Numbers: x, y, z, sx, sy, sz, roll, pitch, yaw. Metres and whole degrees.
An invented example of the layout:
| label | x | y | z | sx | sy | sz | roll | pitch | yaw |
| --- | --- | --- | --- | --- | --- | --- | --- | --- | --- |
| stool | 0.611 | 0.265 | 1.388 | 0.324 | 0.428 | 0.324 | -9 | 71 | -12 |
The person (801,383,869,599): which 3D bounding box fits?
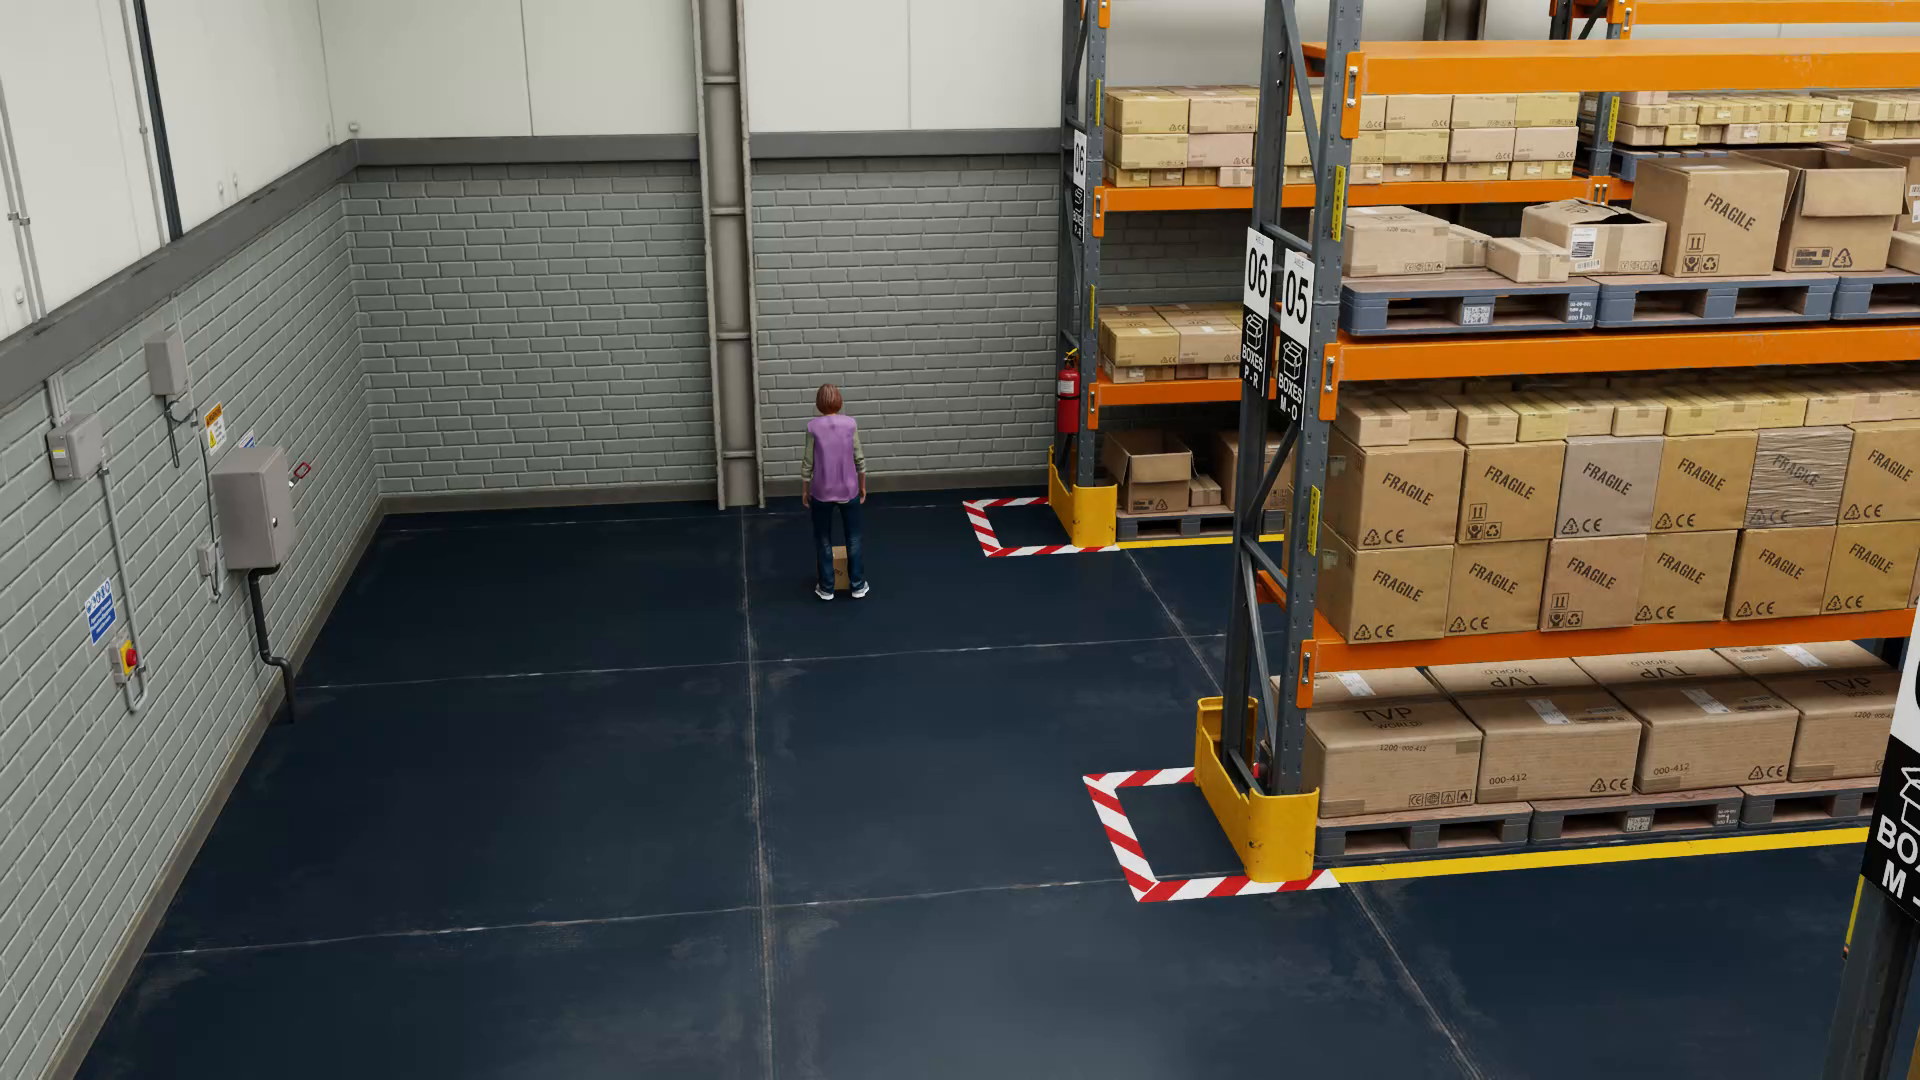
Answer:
| label | x | y | z | sx | sy | sz | roll | pitch | yaw |
| --- | --- | --- | --- | --- | --- | --- | --- | --- | --- |
| person | -0.903 | -0.337 | 12.002 | 0.477 | 1.592 | 0.347 | -3 | 21 | -9 |
